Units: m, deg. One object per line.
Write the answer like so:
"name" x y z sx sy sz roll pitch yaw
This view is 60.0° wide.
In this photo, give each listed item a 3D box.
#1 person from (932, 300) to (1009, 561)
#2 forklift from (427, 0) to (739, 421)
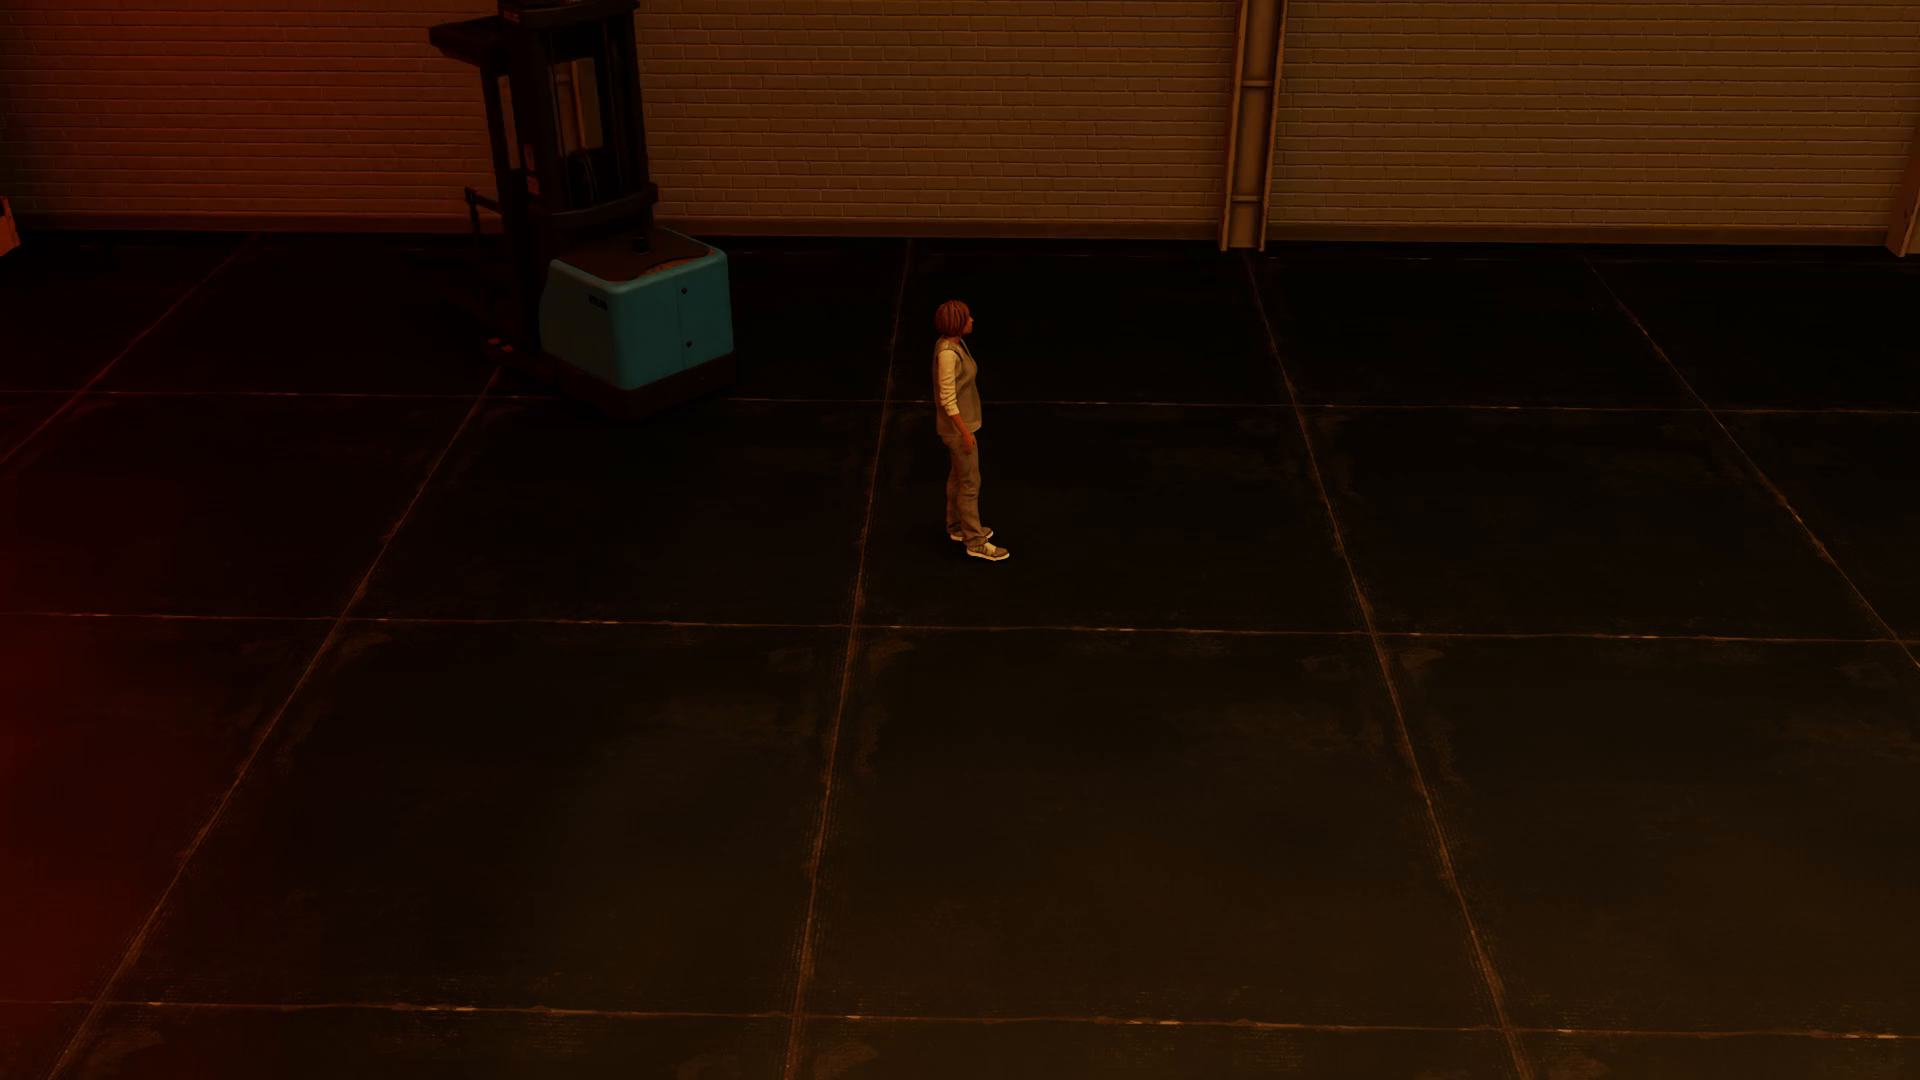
"person" 0.073 -0.686 10.077 0.475 1.596 0.521 1 31 1
"forklift" -3.054 -2.751 12.280 3.031 2.935 1.130 26 40 37
